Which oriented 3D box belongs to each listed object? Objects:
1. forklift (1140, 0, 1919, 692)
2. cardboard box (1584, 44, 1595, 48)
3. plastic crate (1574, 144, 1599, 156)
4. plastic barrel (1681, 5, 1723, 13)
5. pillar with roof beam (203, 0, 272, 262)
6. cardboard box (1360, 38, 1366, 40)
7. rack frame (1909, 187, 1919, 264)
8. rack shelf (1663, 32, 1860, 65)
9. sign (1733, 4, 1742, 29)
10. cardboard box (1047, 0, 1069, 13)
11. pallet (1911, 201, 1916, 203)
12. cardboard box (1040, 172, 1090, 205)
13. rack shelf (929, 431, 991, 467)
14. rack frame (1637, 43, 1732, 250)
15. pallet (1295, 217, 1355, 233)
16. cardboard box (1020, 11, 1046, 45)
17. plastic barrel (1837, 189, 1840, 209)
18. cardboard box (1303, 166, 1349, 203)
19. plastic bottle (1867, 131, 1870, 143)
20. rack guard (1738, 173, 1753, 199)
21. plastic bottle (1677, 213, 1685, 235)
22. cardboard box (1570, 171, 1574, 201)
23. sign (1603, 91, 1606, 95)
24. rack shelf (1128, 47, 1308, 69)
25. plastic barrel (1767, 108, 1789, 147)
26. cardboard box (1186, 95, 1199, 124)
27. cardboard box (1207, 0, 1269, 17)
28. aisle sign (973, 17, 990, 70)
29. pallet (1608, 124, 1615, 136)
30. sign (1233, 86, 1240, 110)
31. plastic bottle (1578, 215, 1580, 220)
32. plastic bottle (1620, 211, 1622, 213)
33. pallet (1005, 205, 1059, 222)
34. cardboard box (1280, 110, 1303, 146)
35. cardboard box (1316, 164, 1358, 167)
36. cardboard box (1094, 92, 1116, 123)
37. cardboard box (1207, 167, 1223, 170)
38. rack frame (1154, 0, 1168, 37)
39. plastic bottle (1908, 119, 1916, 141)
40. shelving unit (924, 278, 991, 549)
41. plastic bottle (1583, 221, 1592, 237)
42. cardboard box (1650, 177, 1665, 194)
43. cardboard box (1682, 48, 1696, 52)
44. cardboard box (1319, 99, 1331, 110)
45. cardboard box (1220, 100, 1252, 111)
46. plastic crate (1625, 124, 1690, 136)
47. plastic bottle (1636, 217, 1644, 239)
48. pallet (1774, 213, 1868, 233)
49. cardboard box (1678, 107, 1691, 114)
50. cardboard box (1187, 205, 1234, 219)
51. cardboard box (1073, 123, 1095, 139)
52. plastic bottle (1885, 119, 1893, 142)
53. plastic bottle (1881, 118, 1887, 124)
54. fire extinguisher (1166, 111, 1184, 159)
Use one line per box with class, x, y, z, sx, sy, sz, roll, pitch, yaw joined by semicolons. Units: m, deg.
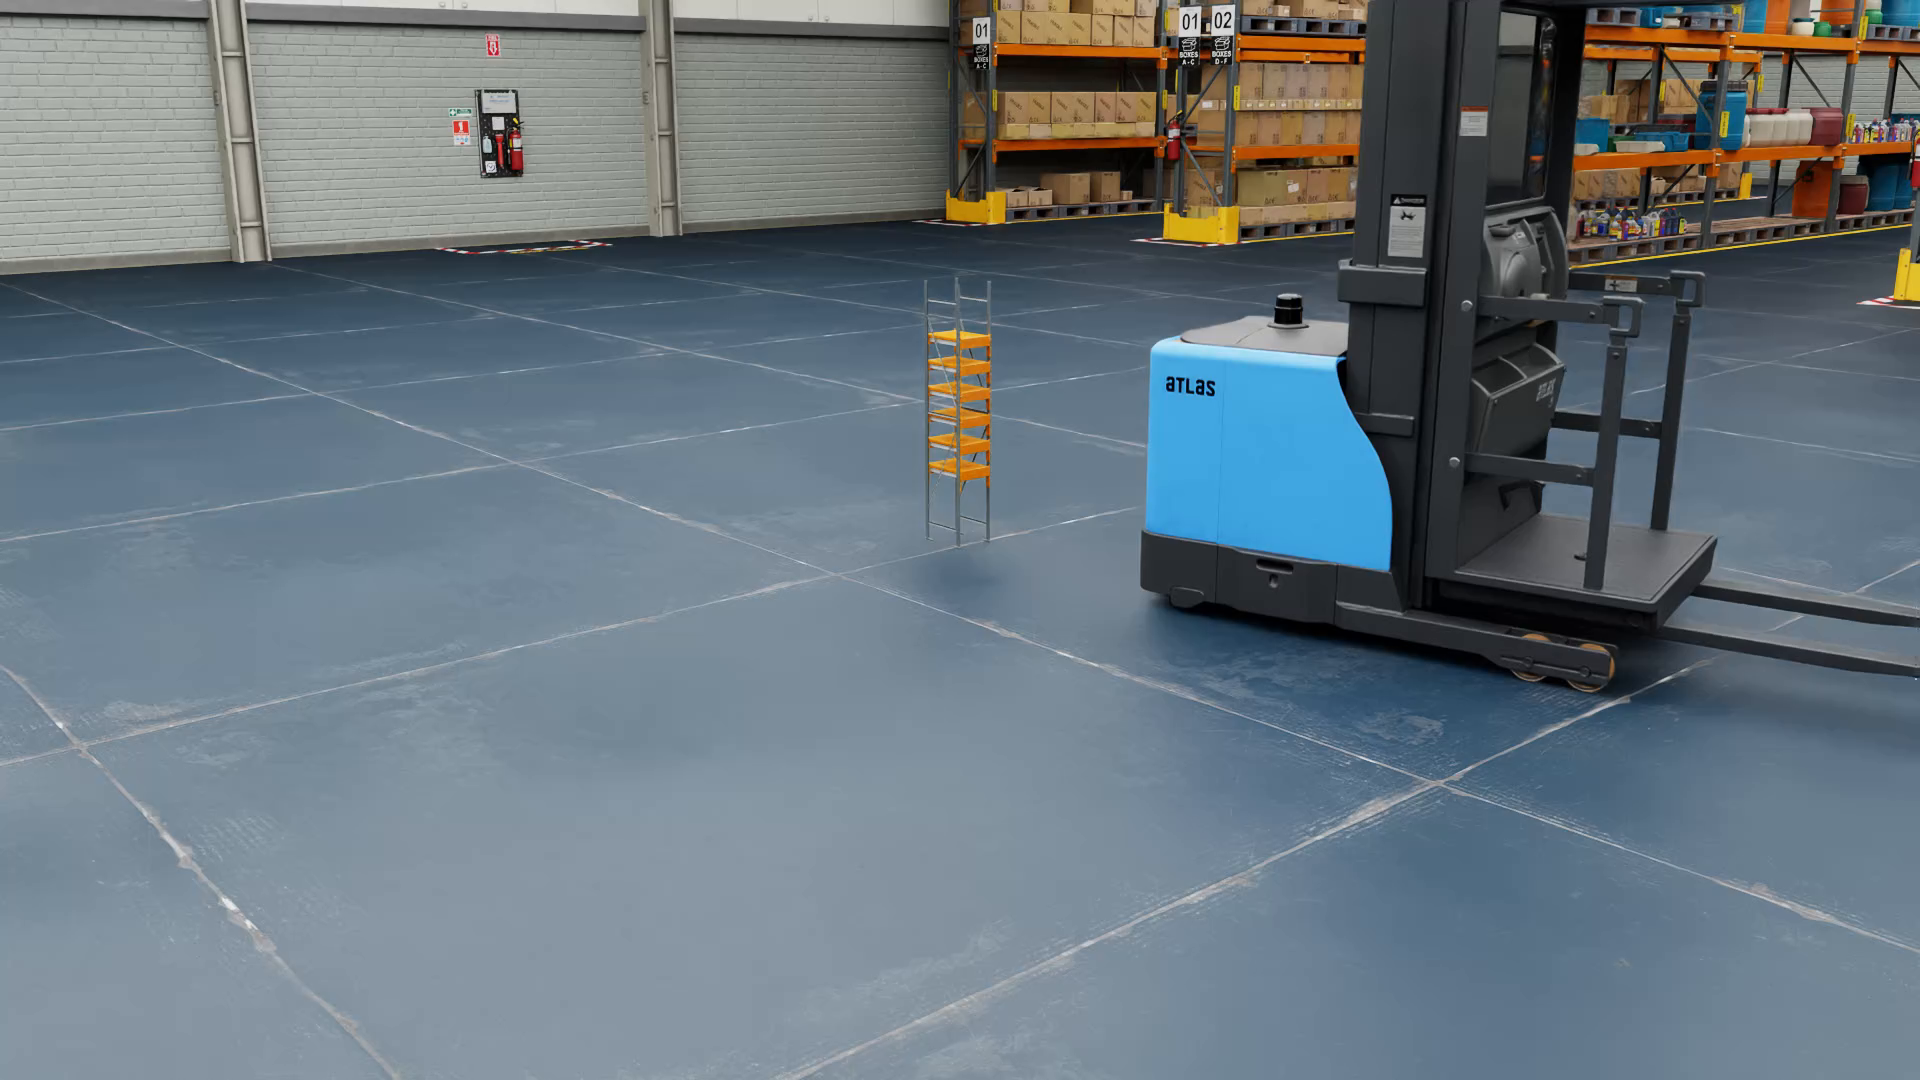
forklift;2.238;-1.043;5.975;3.031;2.935;1.130;10;18;33
cardboard box;10.571;-8.849;29.059;0.500;0.500;0.910;-13;19;-39
plastic crate;7.587;-4.738;20.185;0.250;0.136;0.298;-13;19;-39
plastic barrel;9.960;-7.274;22.384;0.708;0.901;0.600;-13;19;-39
pillar with roof beam;-6.069;-7.019;16.591;0.400;9.000;9.100;-13;19;-39
cardboard box;7.717;-10.141;33.043;0.500;0.500;0.700;-13;20;-39
rack frame;9.952;-3.812;16.208;0.127;3.000;1.000;-13;19;-39
rack shelf;11.227;-6.894;23.329;4.000;0.370;1.077;-13;19;-39
sign;10.071;-6.798;21.559;0.005;0.325;0.100;-13;19;-39
cardboard box;1.439;-8.877;27.189;0.500;0.500;0.500;-12;19;-38
pallet;17.204;-5.802;29.061;1.213;0.211;1.003;-13;19;-39
cardboard box;1.795;-6.021;28.468;0.500;0.500;0.700;-14;21;-43
rack shelf;-0.011;-0.418;7.628;0.180;0.103;0.258;-13;19;-39
rack frame;9.719;-5.454;22.355;0.127;3.000;1.000;-13;19;-39
pallet;5.842;-4.945;25.853;1.213;0.211;1.003;-13;19;-39
cardboard box;1.043;-8.304;26.981;0.500;0.500;0.500;-11;19;-36
plastic barrel;13.461;-5.332;25.905;0.421;0.512;0.421;0;15;0
cardboard box;5.504;-5.366;25.089;0.500;0.500;0.500;-13;19;-39
plastic bottle;13.830;-6.161;25.388;0.097;0.201;0.097;0;15;0
rack guard;15.465;-7.231;33.852;0.348;0.500;1.175;-13;19;-39
plastic bottle;9.572;-4.208;22.103;0.133;0.283;0.061;-11;19;-37
cardboard box;10.410;-6.212;29.187;0.500;0.500;0.500;-14;20;-41
sign;12.143;-8.297;31.320;0.005;0.325;0.100;-13;19;-39
rack shelf;4.724;-8.823;30.550;4.000;0.370;1.077;-13;19;-39
plastic barrel;11.464;-5.836;23.524;0.433;0.535;0.433;0;15;0
cardboard box;4.048;-7.816;30.153;0.500;0.500;0.700;-10;18;-34
cardboard box;3.889;-7.607;23.319;0.637;0.503;0.797;-11;18;-36
aisle sign;0.340;-7.890;26.439;0.004;0.787;0.394;-13;19;-39
pallet;10.951;-7.334;29.766;1.213;0.211;1.003;-13;19;-39
sign;3.812;-6.089;22.900;0.005;0.325;0.100;-13;19;-39
plastic bottle;8.007;-4.107;21.737;0.135;0.276;0.152;-12;19;-39
plastic bottle;8.965;-4.322;22.542;0.135;0.276;0.152;-12;19;-37
pallet;0.891;-5.501;27.936;1.213;0.211;1.003;-13;19;-39
cardboard box;4.584;-6.039;24.352;0.500;0.500;0.700;-12;19;-39
cardboard box;5.915;-5.638;26.105;0.500;0.500;0.500;-13;19;-39
cardboard box;2.302;-7.373;28.338;0.500;0.500;0.500;-13;20;-41
cardboard box;4.528;-6.691;30.979;0.500;0.500;0.700;-12;19;-39
rack frame;3.215;-10.281;28.801;0.127;3.000;1.000;-13;19;-39
plastic bottle;15.136;-6.534;26.496;0.185;0.351;0.144;-13;19;-39
shelving unit;-0.011;-0.577;7.586;0.189;1.200;0.258;-13;19;-39
plastic bottle;8.208;-4.073;21.756;0.097;0.201;0.097;0;15;0
cardboard box;12.964;-6.716;31.440;0.500;0.311;0.500;-13;19;-39
cardboard box;13.414;-9.269;31.116;0.500;0.250;0.500;-13;19;-39
cardboard box;5.248;-6.432;24.567;0.250;0.149;0.380;-12;19;-38
cardboard box;3.890;-6.127;23.426;0.250;0.149;0.380;-13;20;-40
plastic crate;9.240;-5.360;22.124;0.504;0.338;0.767;-13;19;-39
plastic bottle;8.760;-4.026;21.446;0.097;0.271;0.097;0;15;0
pallet;13.304;-4.926;25.782;1.213;0.211;1.003;-13;19;-39
cardboard box;13.452;-7.943;31.480;0.500;0.500;0.500;-12;19;-38
cardboard box;3.663;-4.764;24.287;0.500;0.250;0.500;-13;19;-39
cardboard box;1.928;-6.924;28.111;0.500;0.250;0.500;-12;19;-39
plastic bottle;14.444;-6.379;25.915;0.185;0.351;0.144;-13;19;-39
plastic bottle;15.245;-6.782;27.422;0.185;0.351;0.144;-13;19;-39
fire extinguisher;3.058;-5.774;23.704;0.183;0.674;0.296;-13;19;-39
